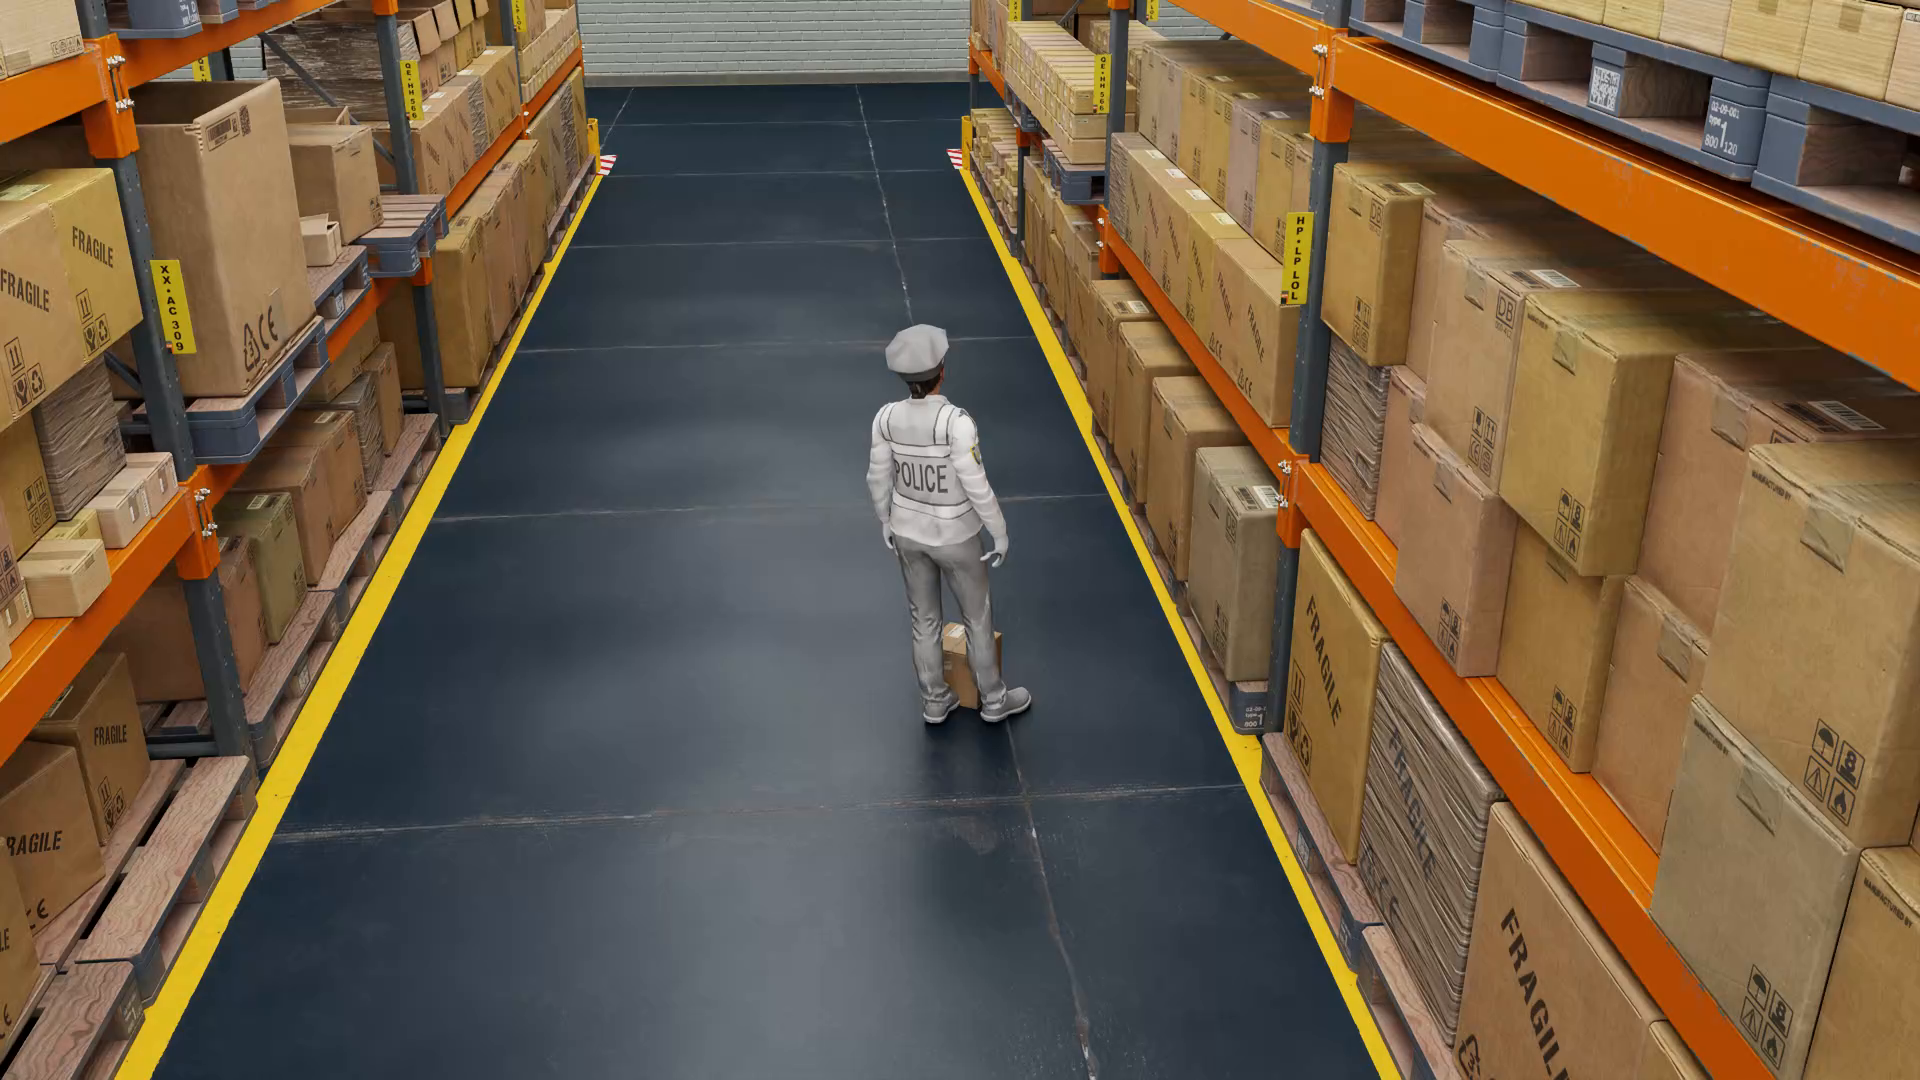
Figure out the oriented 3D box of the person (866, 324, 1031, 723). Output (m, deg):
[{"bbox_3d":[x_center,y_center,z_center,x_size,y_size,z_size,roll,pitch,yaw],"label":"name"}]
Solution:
[{"bbox_3d":[-0.052,-0.050,6.651,0.577,1.696,0.532,12,27,25],"label":"person"}]
